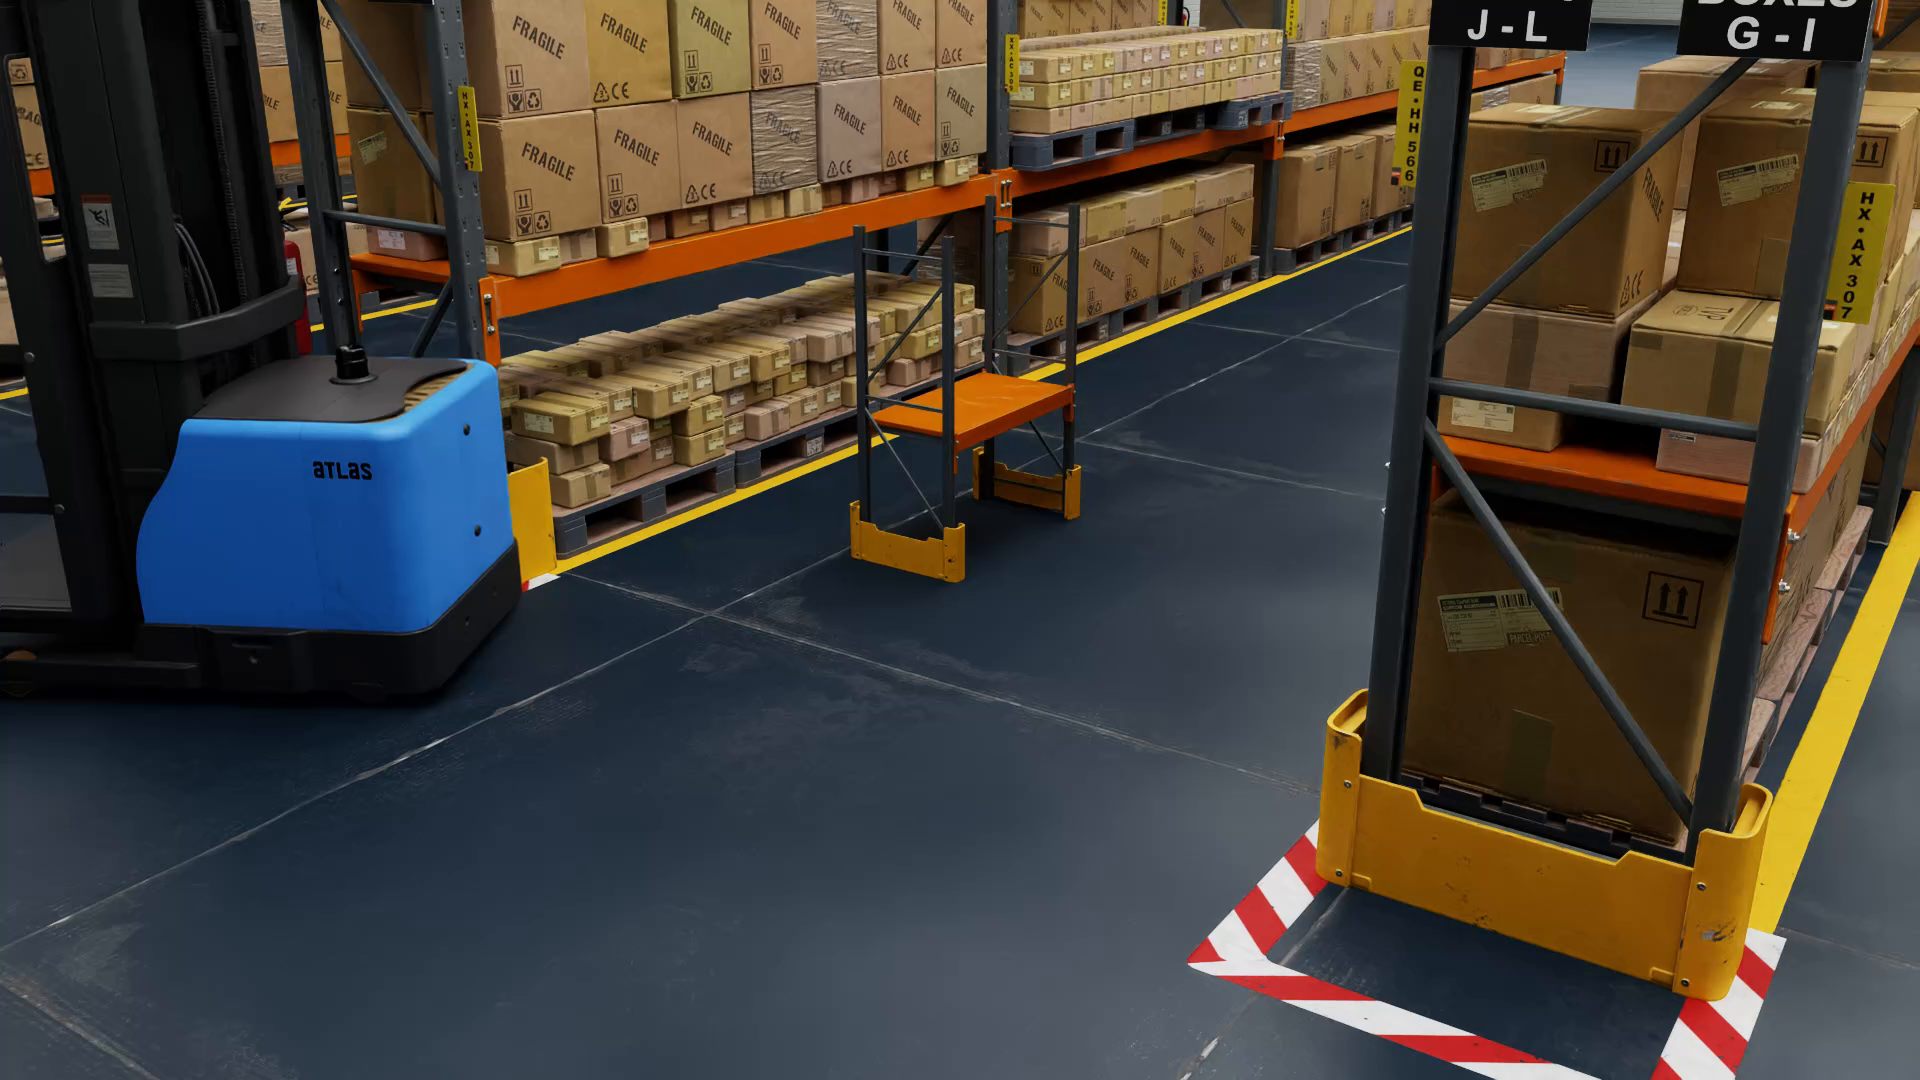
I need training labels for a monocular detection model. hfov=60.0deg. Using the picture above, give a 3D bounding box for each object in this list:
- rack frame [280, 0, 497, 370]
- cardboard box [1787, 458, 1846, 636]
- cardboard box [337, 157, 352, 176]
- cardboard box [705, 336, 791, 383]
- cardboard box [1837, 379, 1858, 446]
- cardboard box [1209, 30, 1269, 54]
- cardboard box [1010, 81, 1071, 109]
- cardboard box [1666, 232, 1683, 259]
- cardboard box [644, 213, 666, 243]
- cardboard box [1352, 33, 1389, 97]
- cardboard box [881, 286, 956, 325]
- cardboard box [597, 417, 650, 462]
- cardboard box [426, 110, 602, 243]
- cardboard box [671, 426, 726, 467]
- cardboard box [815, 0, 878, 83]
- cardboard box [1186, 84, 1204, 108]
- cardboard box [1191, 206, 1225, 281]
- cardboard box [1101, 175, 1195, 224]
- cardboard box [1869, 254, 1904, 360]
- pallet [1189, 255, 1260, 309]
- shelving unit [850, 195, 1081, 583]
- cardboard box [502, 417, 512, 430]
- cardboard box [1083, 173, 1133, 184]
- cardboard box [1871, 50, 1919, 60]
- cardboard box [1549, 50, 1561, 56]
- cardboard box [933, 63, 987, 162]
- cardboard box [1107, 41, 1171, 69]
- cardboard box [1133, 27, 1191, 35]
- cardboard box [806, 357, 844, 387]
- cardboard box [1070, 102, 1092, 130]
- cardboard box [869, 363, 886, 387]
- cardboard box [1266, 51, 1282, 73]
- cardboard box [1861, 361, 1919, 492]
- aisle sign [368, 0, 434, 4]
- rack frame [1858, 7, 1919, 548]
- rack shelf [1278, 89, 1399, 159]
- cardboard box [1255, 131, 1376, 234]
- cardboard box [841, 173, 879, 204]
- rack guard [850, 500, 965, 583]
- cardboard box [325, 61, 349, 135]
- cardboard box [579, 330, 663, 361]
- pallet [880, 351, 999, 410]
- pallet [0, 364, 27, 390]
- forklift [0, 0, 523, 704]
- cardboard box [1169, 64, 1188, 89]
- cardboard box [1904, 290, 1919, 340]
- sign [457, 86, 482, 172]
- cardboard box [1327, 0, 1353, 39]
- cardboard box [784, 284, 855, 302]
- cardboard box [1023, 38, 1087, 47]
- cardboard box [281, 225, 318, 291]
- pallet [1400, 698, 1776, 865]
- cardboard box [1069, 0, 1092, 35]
[{"bbox_3d":[-2.400,-1.333,7.044,1.000,3.000,0.127,13,24,32],"label":"rack frame"},{"bbox_3d":[2.951,-0.252,6.581,0.875,0.875,0.875,13,24,32],"label":"cardboard box"},{"bbox_3d":[-6.802,-4.100,17.524,0.500,0.500,0.500,15,25,34],"label":"cardboard box"},{"bbox_3d":[-1.101,-0.937,8.621,0.380,0.149,0.250,14,24,33],"label":"cardboard box"},{"bbox_3d":[2.405,-0.403,4.894,0.380,0.149,0.250,13,24,31],"label":"cardboard box"},{"bbox_3d":[2.058,-3.685,12.301,0.380,0.149,0.250,13,24,31],"label":"cardboard box"},{"bbox_3d":[0.451,-2.722,10.129,0.380,0.149,0.250,14,24,33],"label":"cardboard box"},{"bbox_3d":[2.270,-0.888,5.629,0.500,0.250,0.500,12,24,30],"label":"cardboard box"},{"bbox_3d":[-1.610,-1.493,7.839,0.380,0.149,0.250,15,25,34],"label":"cardboard box"},{"bbox_3d":[3.422,-4.185,14.610,0.500,0.500,0.500,13,24,31],"label":"cardboard box"},{"bbox_3d":[-0.247,-1.385,9.833,0.380,0.149,0.250,14,24,32],"label":"cardboard box"},{"bbox_3d":[-1.692,-0.500,7.868,0.380,0.149,0.250,13,24,32],"label":"cardboard box"},{"bbox_3d":[-1.919,-1.594,7.178,0.500,0.500,0.500,15,25,34],"label":"cardboard box"},{"bbox_3d":[-1.393,-0.496,8.286,0.380,0.149,0.250,14,24,32],"label":"cardboard box"},{"bbox_3d":[-0.777,-2.655,8.604,0.500,0.500,0.500,14,24,33],"label":"cardboard box"},{"bbox_3d":[1.475,-3.109,11.603,0.380,0.149,0.250,14,25,33],"label":"cardboard box"},{"bbox_3d":[1.649,-2.265,12.561,0.500,0.500,0.500,14,25,34],"label":"cardboard box"},{"bbox_3d":[1.356,-2.467,12.028,0.500,0.250,0.500,14,24,33],"label":"cardboard box"},{"bbox_3d":[2.711,-0.785,5.350,0.500,0.250,0.500,12,24,30],"label":"cardboard box"},{"bbox_3d":[1.657,-2.096,13.128,1.003,0.211,1.213,13,24,32],"label":"pallet"},{"bbox_3d":[0.043,-0.725,7.564,0.587,1.500,1.083,13,24,32],"label":"shelving unit"},{"bbox_3d":[-2.339,-0.539,7.974,0.380,0.149,0.250,13,24,30],"label":"cardboard box"},{"bbox_3d":[0.936,-2.569,12.302,0.500,0.250,0.500,13,24,32],"label":"cardboard box"},{"bbox_3d":[3.857,-1.721,6.800,0.500,0.500,0.500,14,25,33],"label":"cardboard box"},{"bbox_3d":[6.423,-5.878,19.117,0.875,0.550,0.550,13,24,32],"label":"cardboard box"},{"bbox_3d":[-0.189,-2.473,9.554,0.500,0.500,0.500,13,24,32],"label":"cardboard box"},{"bbox_3d":[1.177,-3.233,11.081,0.380,0.149,0.250,14,25,34],"label":"cardboard box"},{"bbox_3d":[1.528,-3.814,12.651,0.380,0.149,0.250,13,24,30],"label":"cardboard box"},{"bbox_3d":[-0.860,-0.964,9.123,0.380,0.149,0.250,12,23,29],"label":"cardboard box"},{"bbox_3d":[0.602,-2.663,10.399,0.380,0.149,0.250,14,24,33],"label":"cardboard box"},{"bbox_3d":[-0.649,-0.963,9.548,0.380,0.149,0.250,13,24,31],"label":"cardboard box"},{"bbox_3d":[2.196,-3.616,12.545,0.380,0.149,0.250,14,24,33],"label":"cardboard box"},{"bbox_3d":[4.237,-0.872,8.256,1.225,0.875,0.875,13,24,32],"label":"cardboard box"},{"bbox_3d":[-2.193,-2.472,6.378,0.394,0.787,0.004,13,24,32],"label":"aisle sign"},{"bbox_3d":[3.894,-1.484,7.453,1.000,3.000,0.127,13,24,32],"label":"rack frame"},{"bbox_3d":[3.222,-3.864,14.926,1.077,0.370,4.000,13,24,32],"label":"rack shelf"},{"bbox_3d":[3.003,-3.179,14.672,1.050,0.750,0.750,14,24,33],"label":"cardboard box"},{"bbox_3d":[-0.666,-1.922,8.999,0.380,0.149,0.250,12,23,30],"label":"cardboard box"},{"bbox_3d":[-0.237,0.004,7.394,0.587,0.250,0.087,13,24,32],"label":"rack guard"},{"bbox_3d":[-4.636,-3.132,11.764,0.500,0.500,0.500,13,24,31],"label":"cardboard box"},{"bbox_3d":[-1.780,-0.983,8.744,0.380,0.149,0.250,14,25,34],"label":"cardboard box"},{"bbox_3d":[-0.499,-0.973,10.091,1.003,0.211,1.213,13,24,32],"label":"pallet"},{"bbox_3d":[-6.166,-1.206,10.721,1.003,0.211,1.213,13,24,32],"label":"pallet"},{"bbox_3d":[-3.369,-0.973,6.171,3.031,2.935,1.130,2,20,5],"label":"forklift"},{"bbox_3d":[1.328,-3.171,11.343,0.380,0.149,0.250,13,24,31],"label":"cardboard box"},{"bbox_3d":[3.272,-0.846,6.091,0.380,0.149,0.250,13,24,31],"label":"cardboard box"},{"bbox_3d":[-1.951,-1.633,6.608,0.100,0.325,0.005,13,24,32],"label":"sign"},{"bbox_3d":[2.928,-4.564,14.194,0.700,0.500,0.500,13,24,31],"label":"cardboard box"},{"bbox_3d":[-0.821,-1.411,9.903,0.380,0.149,0.250,13,24,31],"label":"cardboard box"},{"bbox_3d":[0.646,-3.366,11.439,0.380,0.149,0.250,12,23,29],"label":"cardboard box"},{"bbox_3d":[-5.246,-1.996,11.925,0.875,0.438,0.875,12,24,30],"label":"cardboard box"},{"bbox_3d":[2.030,0.727,5.496,1.003,0.211,1.213,13,24,32],"label":"pallet"},{"bbox_3d":[1.229,-6.260,19.793,0.500,0.500,0.500,13,24,31],"label":"cardboard box"}]
